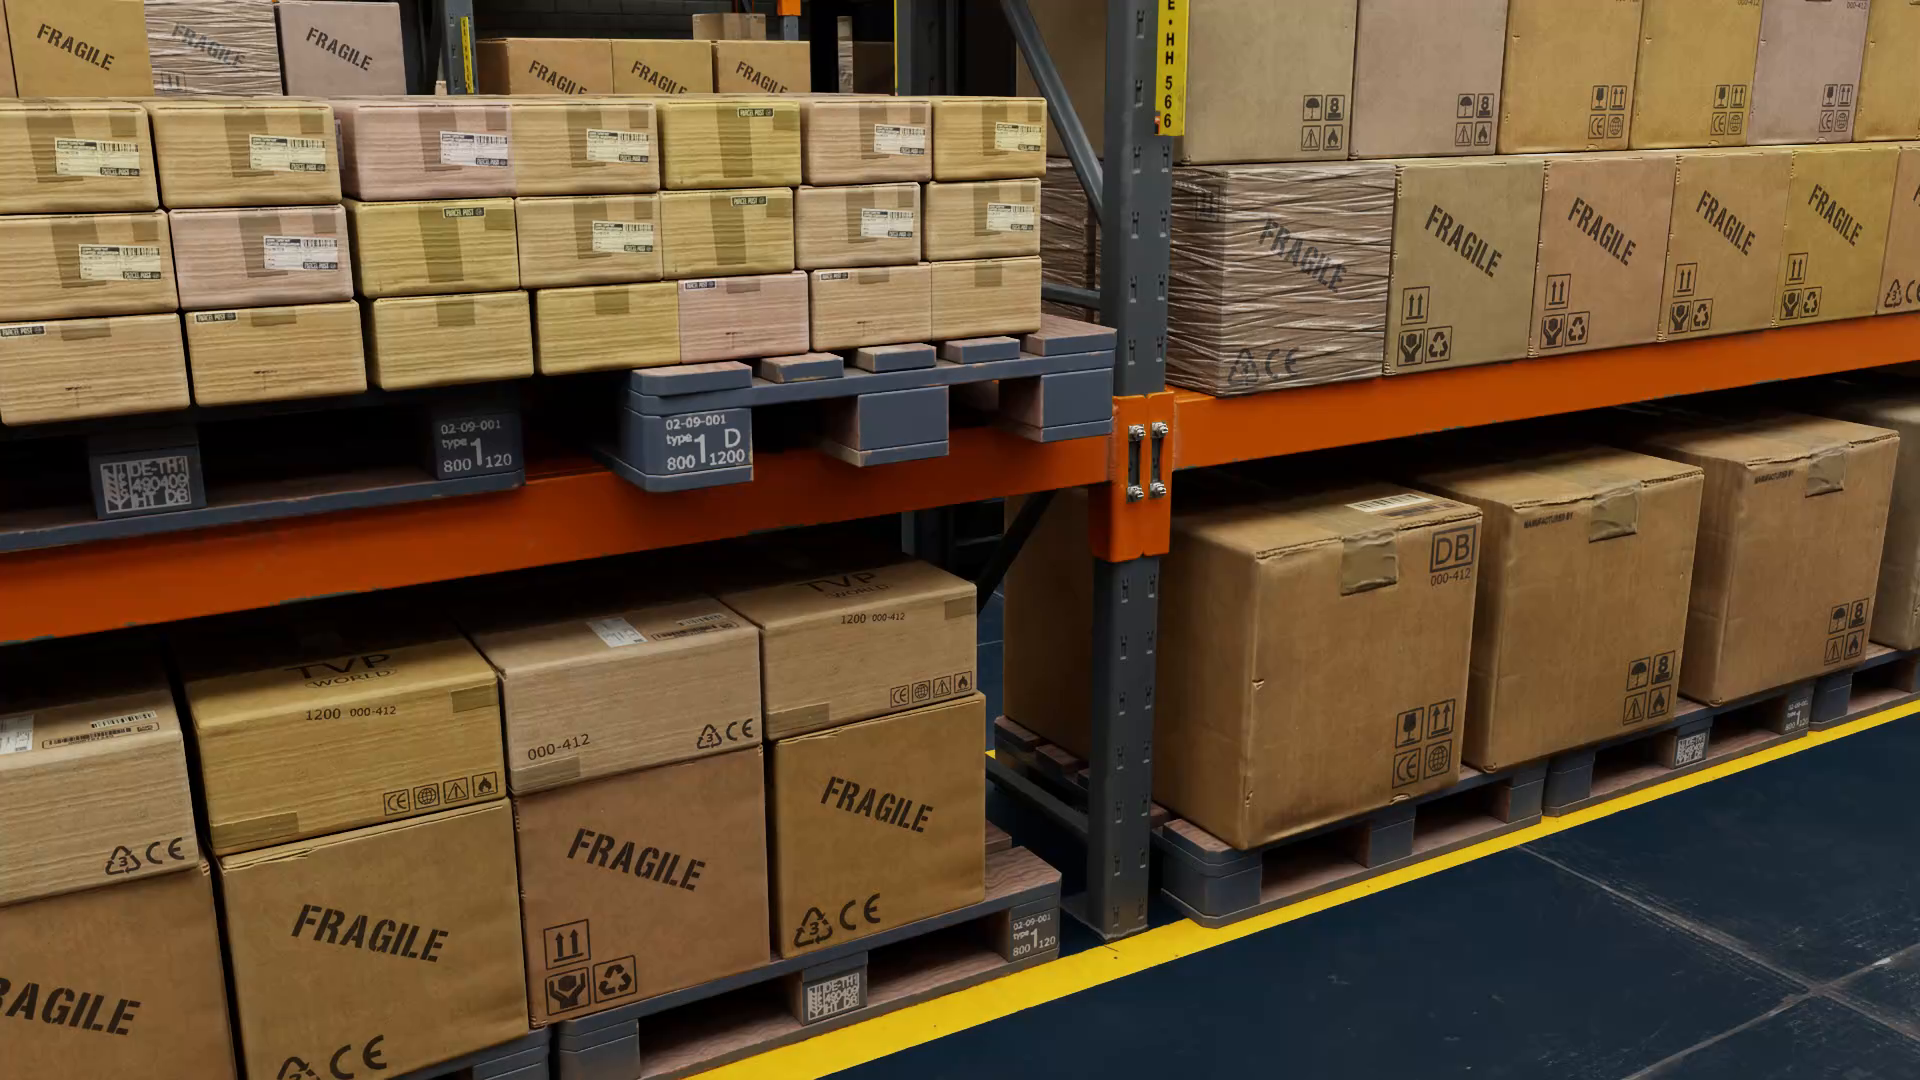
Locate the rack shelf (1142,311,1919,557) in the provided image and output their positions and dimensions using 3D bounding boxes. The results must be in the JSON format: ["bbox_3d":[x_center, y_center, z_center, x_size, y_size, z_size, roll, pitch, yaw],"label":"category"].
[{"bbox_3d":[1.860,-0.535,5.093,4.000,0.370,1.077,-9,18,-30],"label":"rack shelf"}]

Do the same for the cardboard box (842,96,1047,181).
[{"bbox_3d":[-0.039,-0.797,3.280,0.250,0.149,0.380,-10,19,-32],"label":"cardboard box"}]

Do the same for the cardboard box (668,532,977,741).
[{"bbox_3d":[-0.306,0.193,3.628,0.500,0.250,0.500,-10,18,-31],"label":"cardboard box"}]

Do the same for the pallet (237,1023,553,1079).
[{"bbox_3d":[-1.570,1.016,3.393,1.213,0.211,1.003,-9,18,-30],"label":"pallet"}]

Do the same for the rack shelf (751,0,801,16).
[{"bbox_3d":[0.093,-4.814,14.802,4.000,0.370,1.077,-9,18,-30],"label":"rack shelf"}]

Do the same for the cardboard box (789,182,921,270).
[{"bbox_3d":[-0.271,-0.616,3.187,0.250,0.149,0.380,-8,18,-28],"label":"cardboard box"}]

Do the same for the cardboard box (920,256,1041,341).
[{"bbox_3d":[-0.041,-0.509,3.357,0.250,0.149,0.380,-9,18,-29],"label":"cardboard box"}]

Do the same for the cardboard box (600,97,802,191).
[{"bbox_3d":[-0.480,-0.726,3.027,0.250,0.149,0.380,-9,18,-28],"label":"cardboard box"}]

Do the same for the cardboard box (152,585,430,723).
[{"bbox_3d":[-1.436,0.213,3.555,0.500,0.250,0.500,-9,18,-29],"label":"cardboard box"}]

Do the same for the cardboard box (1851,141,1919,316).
[{"bbox_3d":[2.831,-1.003,5.244,0.500,0.500,0.500,-9,18,-30],"label":"cardboard box"}]

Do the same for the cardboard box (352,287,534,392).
[{"bbox_3d":[-0.920,-0.368,2.852,0.250,0.149,0.380,-10,19,-32],"label":"cardboard box"}]

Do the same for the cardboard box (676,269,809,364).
[{"bbox_3d":[-0.475,-0.440,3.108,0.250,0.149,0.380,-9,18,-29],"label":"cardboard box"}]

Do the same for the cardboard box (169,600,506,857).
[{"bbox_3d":[-1.177,0.333,3.130,0.500,0.250,0.500,-9,18,-28],"label":"cardboard box"}]

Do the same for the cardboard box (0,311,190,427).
[{"bbox_3d":[-1.375,-0.294,2.588,0.250,0.149,0.380,-10,19,-32],"label":"cardboard box"}]

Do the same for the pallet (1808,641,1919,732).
[{"bbox_3d":[2.952,0.308,5.919,1.213,0.211,1.003,-9,18,-30],"label":"pallet"}]

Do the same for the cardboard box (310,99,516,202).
[{"bbox_3d":[-0.916,-0.656,2.777,0.250,0.149,0.380,-9,18,-30],"label":"cardboard box"}]

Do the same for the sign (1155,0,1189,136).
[{"bbox_3d":[0.433,-0.998,3.415,0.005,0.325,0.100,-9,18,-30],"label":"sign"}]

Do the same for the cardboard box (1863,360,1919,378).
[{"bbox_3d":[4.149,-0.410,6.472,0.875,0.875,0.875,-9,18,-29],"label":"cardboard box"}]

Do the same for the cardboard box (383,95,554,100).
[{"bbox_3d":[-1.019,-0.844,3.447,0.250,0.149,0.380,-10,19,-32],"label":"cardboard box"}]

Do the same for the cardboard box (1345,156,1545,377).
[{"bbox_3d":[1.104,-0.723,4.245,0.500,0.500,0.500,-9,18,-30],"label":"cardboard box"}]

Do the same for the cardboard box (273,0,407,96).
[{"bbox_3d":[-2.799,-2.132,7.419,0.500,0.500,0.500,-10,18,-31],"label":"cardboard box"}]

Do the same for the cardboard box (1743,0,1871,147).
[{"bbox_3d":[2.278,-1.476,5.081,0.500,0.500,0.700,-9,18,-29],"label":"cardboard box"}]

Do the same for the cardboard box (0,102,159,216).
[{"bbox_3d":[-1.372,-0.581,2.512,0.250,0.149,0.380,-9,18,-28],"label":"cardboard box"}]

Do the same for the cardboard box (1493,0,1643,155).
[{"bbox_3d":[1.407,-1.335,4.578,0.500,0.500,0.700,-10,18,-31],"label":"cardboard box"}]

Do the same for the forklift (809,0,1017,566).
[{"bbox_3d":[-0.546,-1.327,6.713,3.031,2.935,1.130,-9,18,-29],"label":"forklift"}]

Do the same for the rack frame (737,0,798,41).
[{"bbox_3d":[-1.621,-3.438,14.118,0.127,3.000,1.000,-9,18,-30],"label":"rack frame"}]

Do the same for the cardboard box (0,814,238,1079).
[{"bbox_3d":[-1.619,0.763,2.983,0.500,0.500,0.500,-9,18,-29],"label":"cardboard box"}]

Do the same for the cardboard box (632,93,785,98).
[{"bbox_3d":[-0.579,-0.913,3.696,0.250,0.149,0.380,-10,18,-31],"label":"cardboard box"}]

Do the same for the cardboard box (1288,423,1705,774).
[{"bbox_3d":[1.461,0.092,4.915,0.750,0.750,1.050,-9,18,-29],"label":"cardboard box"}]

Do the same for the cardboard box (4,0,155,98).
[{"bbox_3d":[-3.664,-1.991,6.917,0.500,0.500,0.500,-9,18,-30],"label":"cardboard box"}]

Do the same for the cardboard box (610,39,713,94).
[{"bbox_3d":[-1.543,-2.211,8.226,0.500,0.500,0.500,-8,18,-27],"label":"cardboard box"}]

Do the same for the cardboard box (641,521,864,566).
[{"bbox_3d":[-0.570,0.077,4.042,0.500,0.250,0.500,-10,19,-32],"label":"cardboard box"}]

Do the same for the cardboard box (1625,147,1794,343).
[{"bbox_3d":[1.964,-0.861,4.740,0.500,0.500,0.500,-9,18,-30],"label":"cardboard box"}]

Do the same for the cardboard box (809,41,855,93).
[{"bbox_3d":[-0.658,-2.354,8.736,0.500,0.500,0.500,-10,19,-32],"label":"cardboard box"}]

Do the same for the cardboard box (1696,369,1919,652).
[{"bbox_3d":[3.088,-0.171,5.853,0.750,0.750,1.050,-9,18,-30],"label":"cardboard box"}]

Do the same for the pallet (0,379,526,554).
[{"bbox_3d":[-1.530,-0.226,3.015,1.213,0.211,1.003,-9,18,-30],"label":"pallet"}]

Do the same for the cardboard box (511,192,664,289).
[{"bbox_3d":[-0.710,-0.544,2.930,0.250,0.149,0.380,-9,18,-30],"label":"cardboard box"}]

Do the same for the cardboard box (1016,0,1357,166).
[{"bbox_3d":[0.535,-1.193,4.070,0.500,0.500,0.700,-9,18,-30],"label":"cardboard box"}]

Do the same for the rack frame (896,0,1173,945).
[{"bbox_3d":[0.145,-0.603,4.004,0.127,3.000,1.000,-9,18,-30],"label":"rack frame"}]

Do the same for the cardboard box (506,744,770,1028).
[{"bbox_3d":[-0.731,0.622,3.488,0.500,0.500,0.500,-8,18,-27],"label":"cardboard box"}]

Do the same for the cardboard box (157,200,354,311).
[{"bbox_3d":[-1.148,-0.474,2.679,0.250,0.149,0.380,-9,18,-28],"label":"cardboard box"}]

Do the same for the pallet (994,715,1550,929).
[{"bbox_3d":[0.860,0.647,4.709,1.213,0.211,1.003,-9,18,-30],"label":"pallet"}]

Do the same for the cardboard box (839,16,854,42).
[{"bbox_3d":[-0.525,-2.838,9.260,0.250,0.149,0.380,-8,18,-27],"label":"cardboard box"}]

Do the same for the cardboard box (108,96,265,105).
[{"bbox_3d":[-1.476,-0.768,3.179,0.250,0.149,0.380,-9,18,-28],"label":"cardboard box"}]
